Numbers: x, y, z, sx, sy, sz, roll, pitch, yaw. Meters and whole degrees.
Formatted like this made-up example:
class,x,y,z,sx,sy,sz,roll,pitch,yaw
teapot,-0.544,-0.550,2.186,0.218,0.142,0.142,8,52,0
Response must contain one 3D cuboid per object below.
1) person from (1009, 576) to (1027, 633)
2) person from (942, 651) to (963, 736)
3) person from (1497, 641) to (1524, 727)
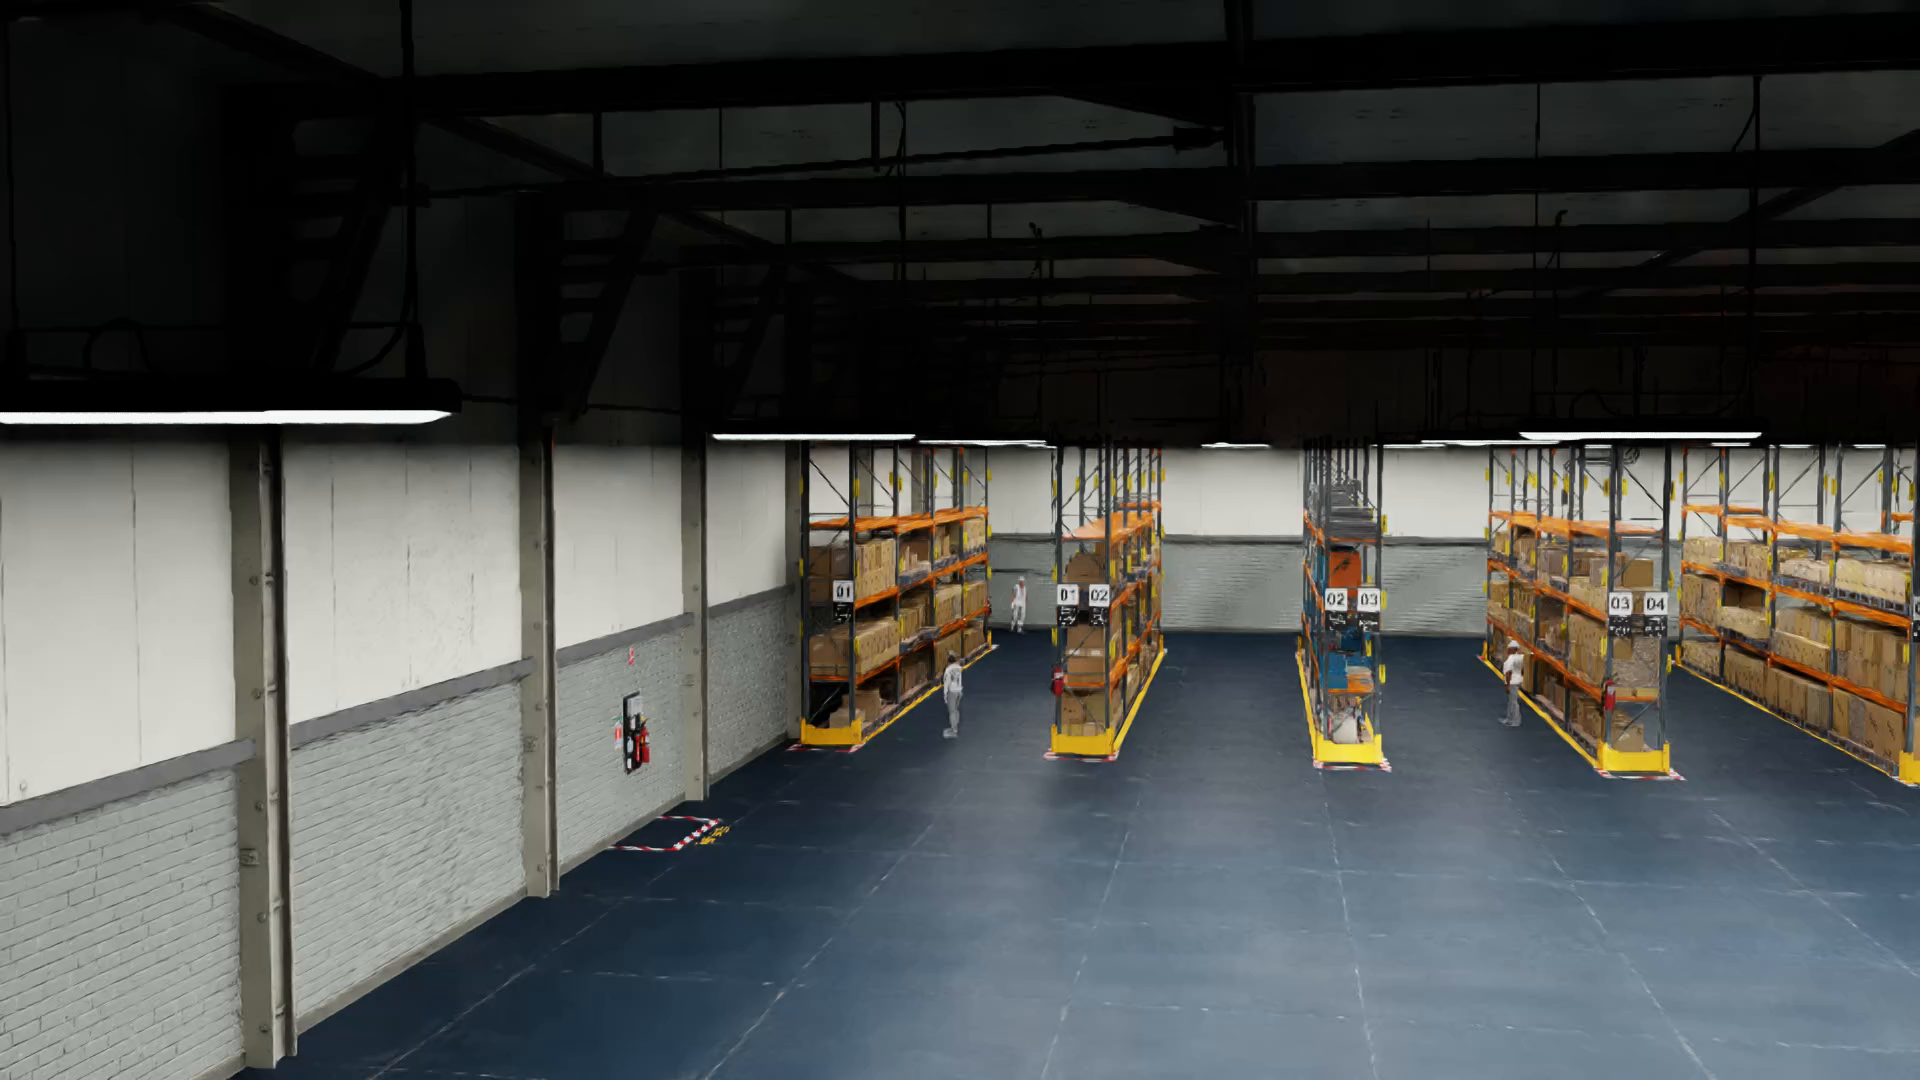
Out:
class,x,y,z,sx,sy,sz,roll,pitch,yaw
person,1.823,2.022,52.179,0.583,1.776,0.574,-1,3,-25
person,-0.185,3.073,33.310,0.463,1.676,0.524,3,4,40
person,11.416,2.960,34.511,0.599,1.756,0.773,3,4,40
